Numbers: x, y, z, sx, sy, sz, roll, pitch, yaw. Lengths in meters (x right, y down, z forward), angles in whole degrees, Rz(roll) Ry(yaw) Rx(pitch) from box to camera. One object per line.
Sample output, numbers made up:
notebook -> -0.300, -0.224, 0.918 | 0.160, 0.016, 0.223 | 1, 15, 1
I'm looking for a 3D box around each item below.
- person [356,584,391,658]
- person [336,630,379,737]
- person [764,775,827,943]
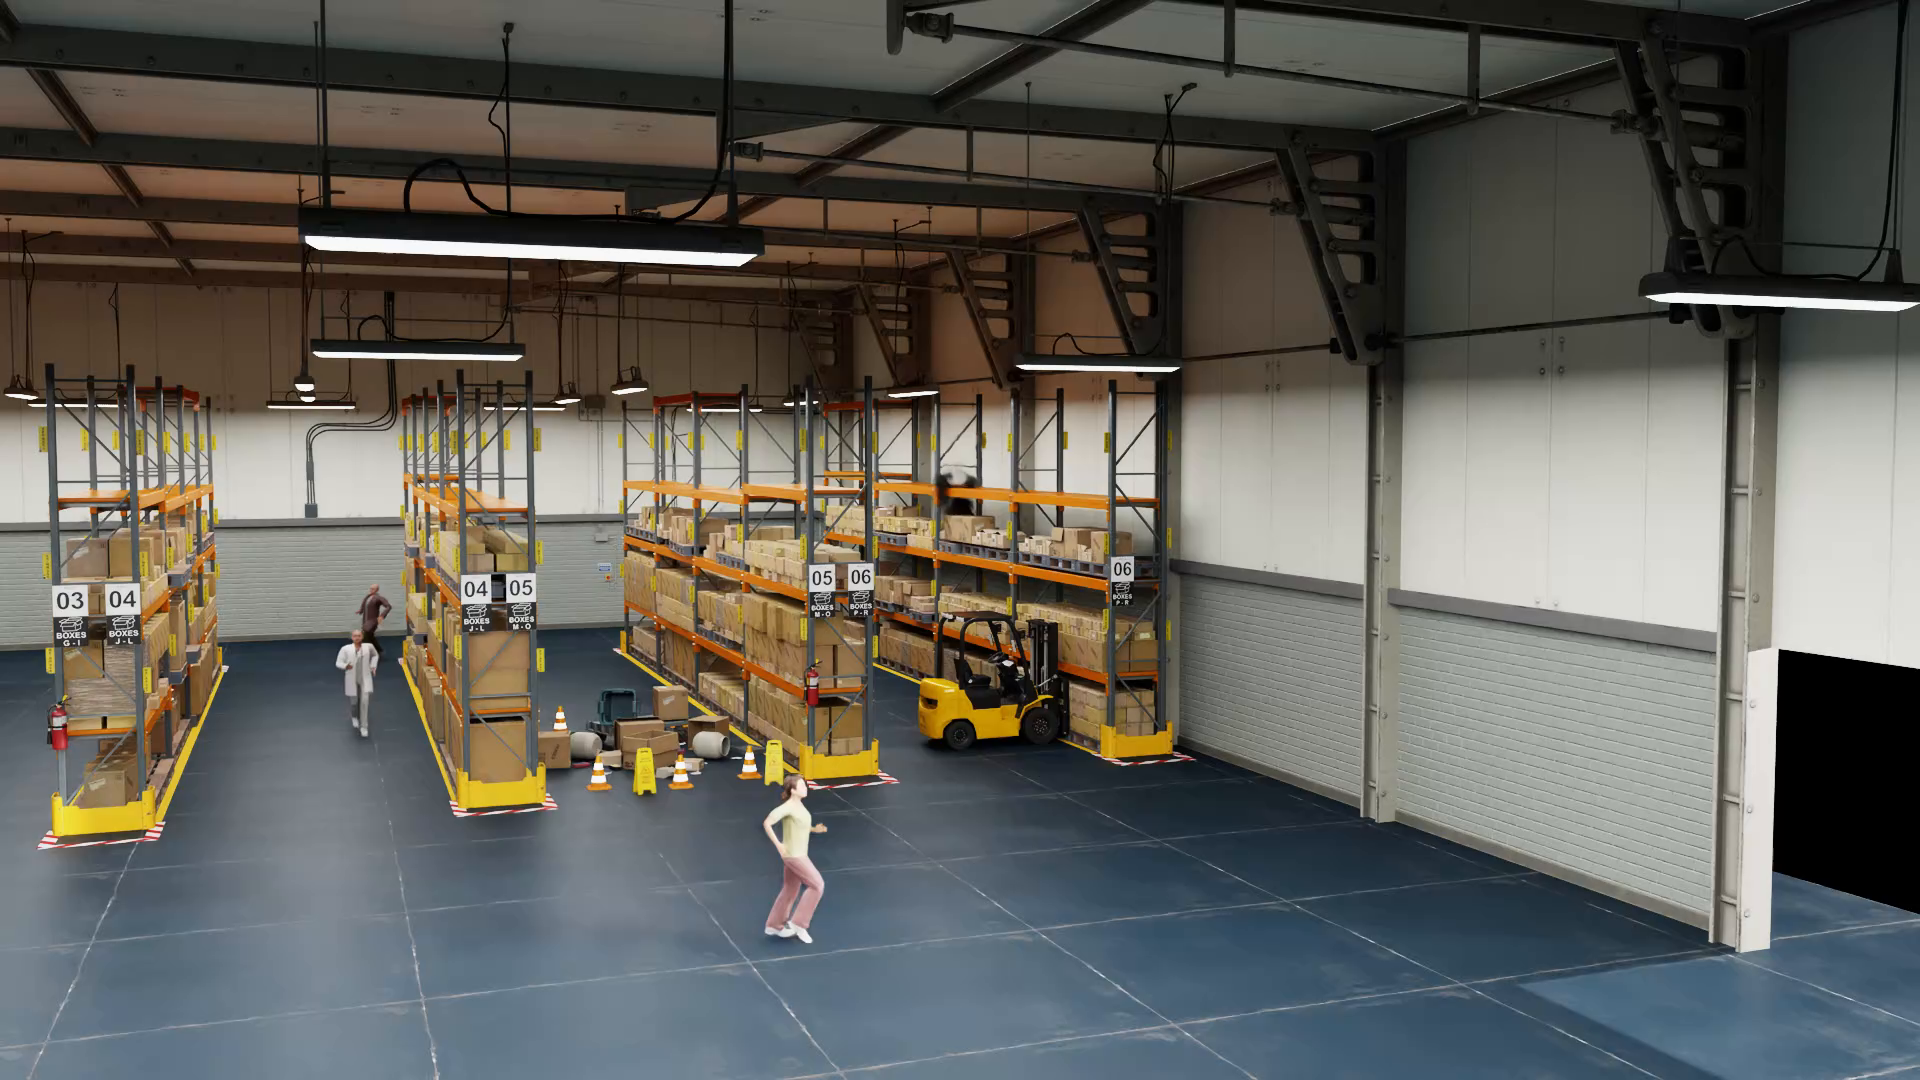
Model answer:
person -> -13.451, 1.904, 38.003 | 0.771, 1.806, 0.877 | 2, 4, 36
person -> -10.326, 2.425, 28.540 | 0.710, 1.781, 1.049 | -1, 4, -24
person -> -1.648, 3.188, 16.686 | 0.647, 1.679, 0.559 | 0, 3, 4
